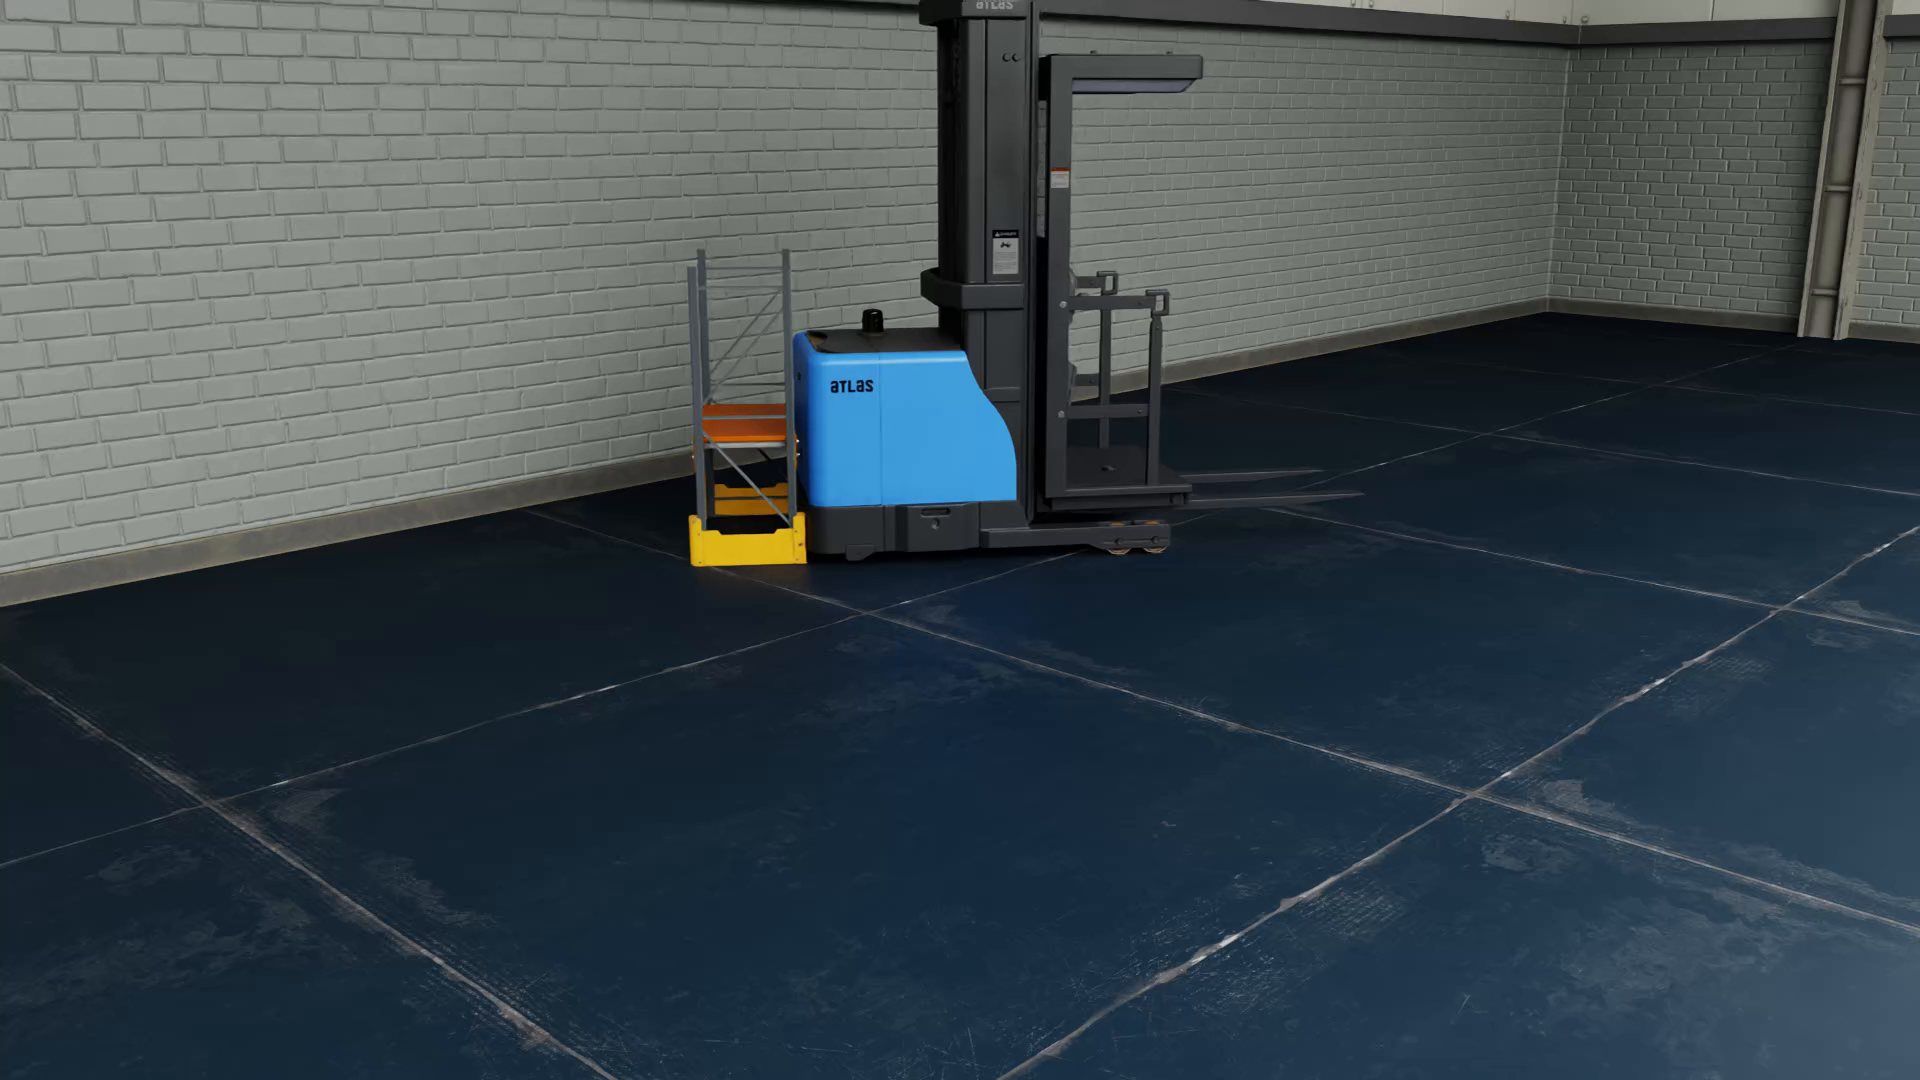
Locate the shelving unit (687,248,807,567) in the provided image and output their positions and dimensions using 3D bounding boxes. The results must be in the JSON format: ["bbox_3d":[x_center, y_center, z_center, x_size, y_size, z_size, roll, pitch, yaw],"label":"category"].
[{"bbox_3d":[-1.128,-0.734,8.773,0.587,1.500,1.083,-2,15,-6],"label":"shelving unit"}]

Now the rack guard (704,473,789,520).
[{"bbox_3d":[-1.180,-0.254,9.410,0.587,0.250,0.087,-2,15,-6],"label":"rack guard"}]

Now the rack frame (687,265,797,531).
[{"bbox_3d":[-1.076,-0.608,8.292,0.500,1.500,0.032,-2,15,-6],"label":"rack frame"}]

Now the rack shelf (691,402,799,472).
[{"bbox_3d":[-1.129,-0.562,8.827,0.538,0.185,1.000,-2,15,-6],"label":"rack shelf"}]

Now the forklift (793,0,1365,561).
[{"bbox_3d":[0.646,-1.468,8.755,3.031,2.935,1.130,-3,15,-10],"label":"forklift"}]

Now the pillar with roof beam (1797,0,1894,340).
[{"bbox_3d":[5.735,-5.629,12.688,0.400,9.000,9.100,14,20,42],"label":"pillar with roof beam"}]

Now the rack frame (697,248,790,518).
[{"bbox_3d":[-1.182,-0.863,9.271,0.500,1.500,0.032,-2,15,-6],"label":"rack frame"}]

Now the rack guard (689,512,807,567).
[{"bbox_3d":[-1.076,-0.004,8.451,0.587,0.250,0.087,-2,15,-6],"label":"rack guard"}]
